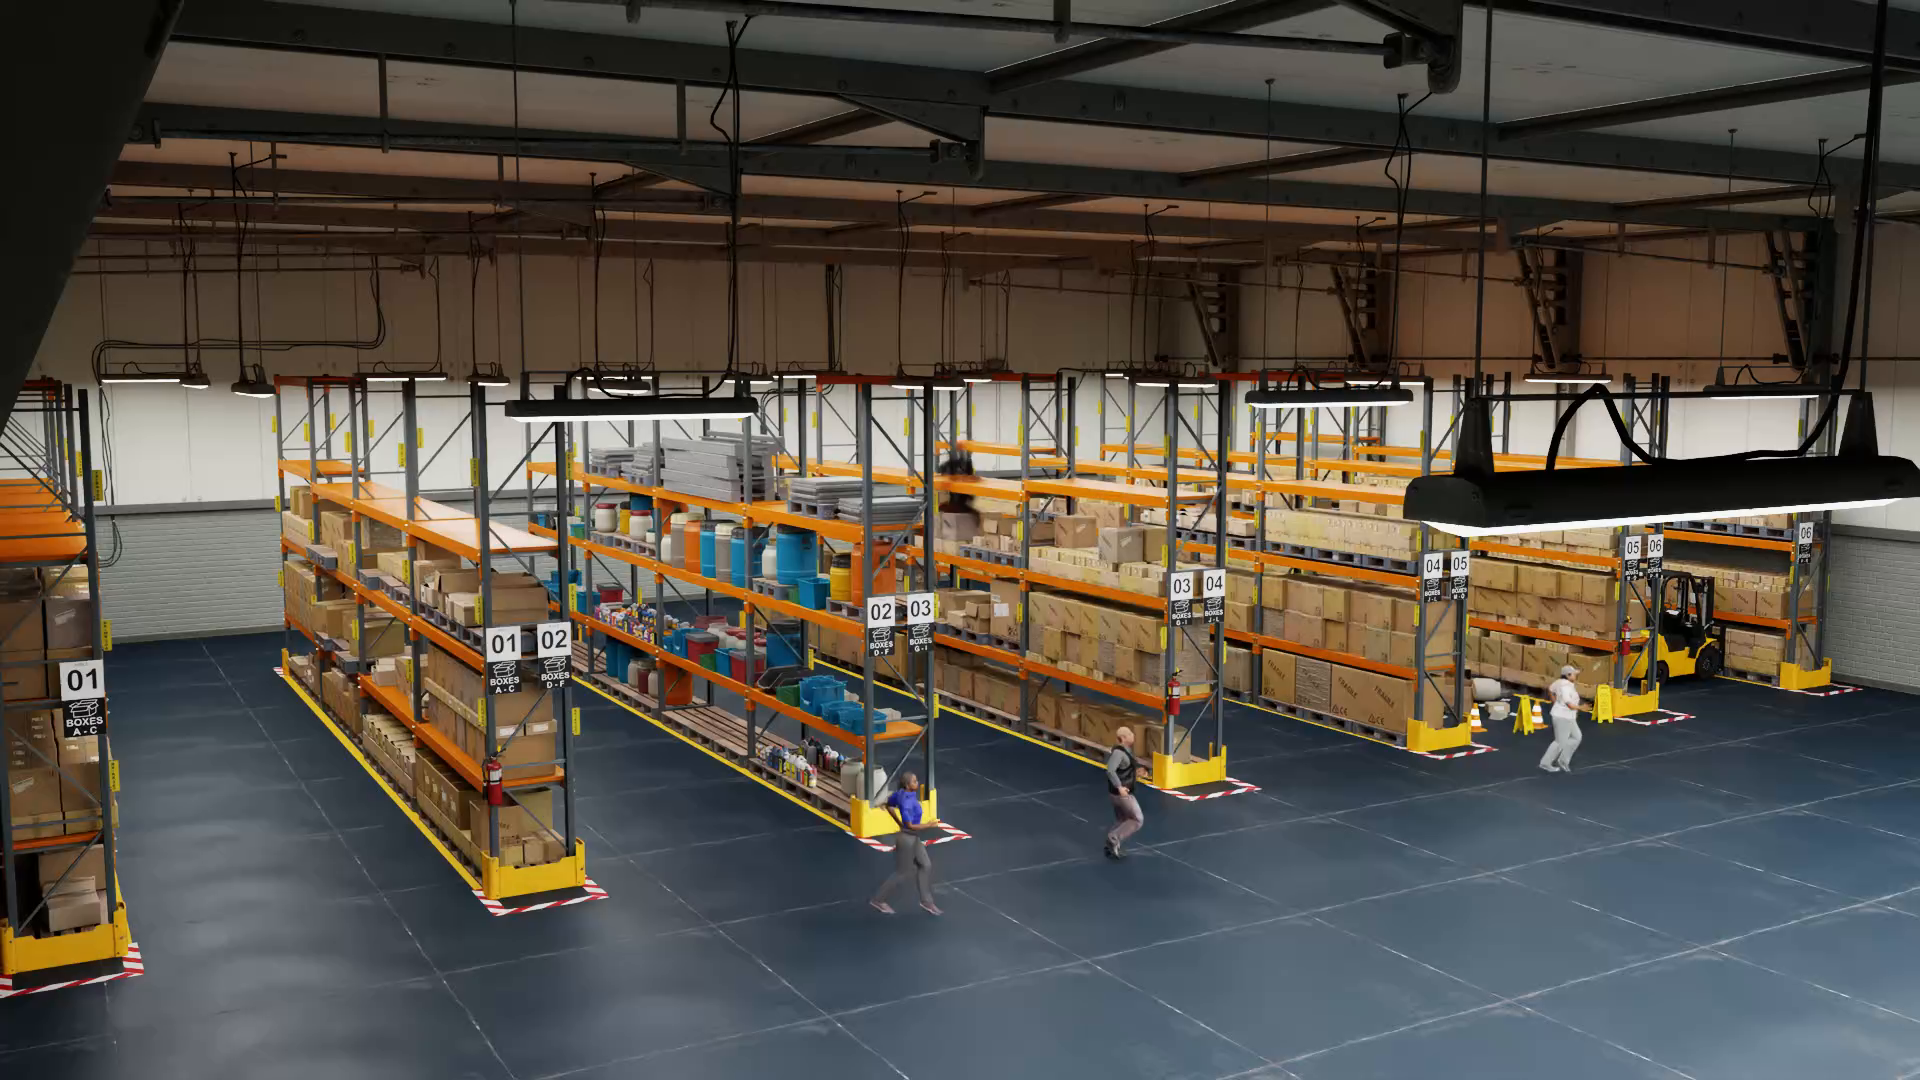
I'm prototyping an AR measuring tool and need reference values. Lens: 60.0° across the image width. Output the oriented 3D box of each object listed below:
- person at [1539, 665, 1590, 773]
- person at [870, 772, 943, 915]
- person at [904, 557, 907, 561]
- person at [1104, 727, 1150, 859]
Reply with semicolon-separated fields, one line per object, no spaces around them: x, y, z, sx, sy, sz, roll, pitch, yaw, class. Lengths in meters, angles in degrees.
9.225;2.758;25.370;0.710;1.725;0.621;2;6;14;person
-0.610;3.464;18.839;0.832;1.694;0.582;0;6;-2;person
-1.251;1.199;39.180;0.726;1.706;0.557;-3;7;-22;person
2.112;3.195;21.001;0.584;1.690;0.587;0;6;1;person
